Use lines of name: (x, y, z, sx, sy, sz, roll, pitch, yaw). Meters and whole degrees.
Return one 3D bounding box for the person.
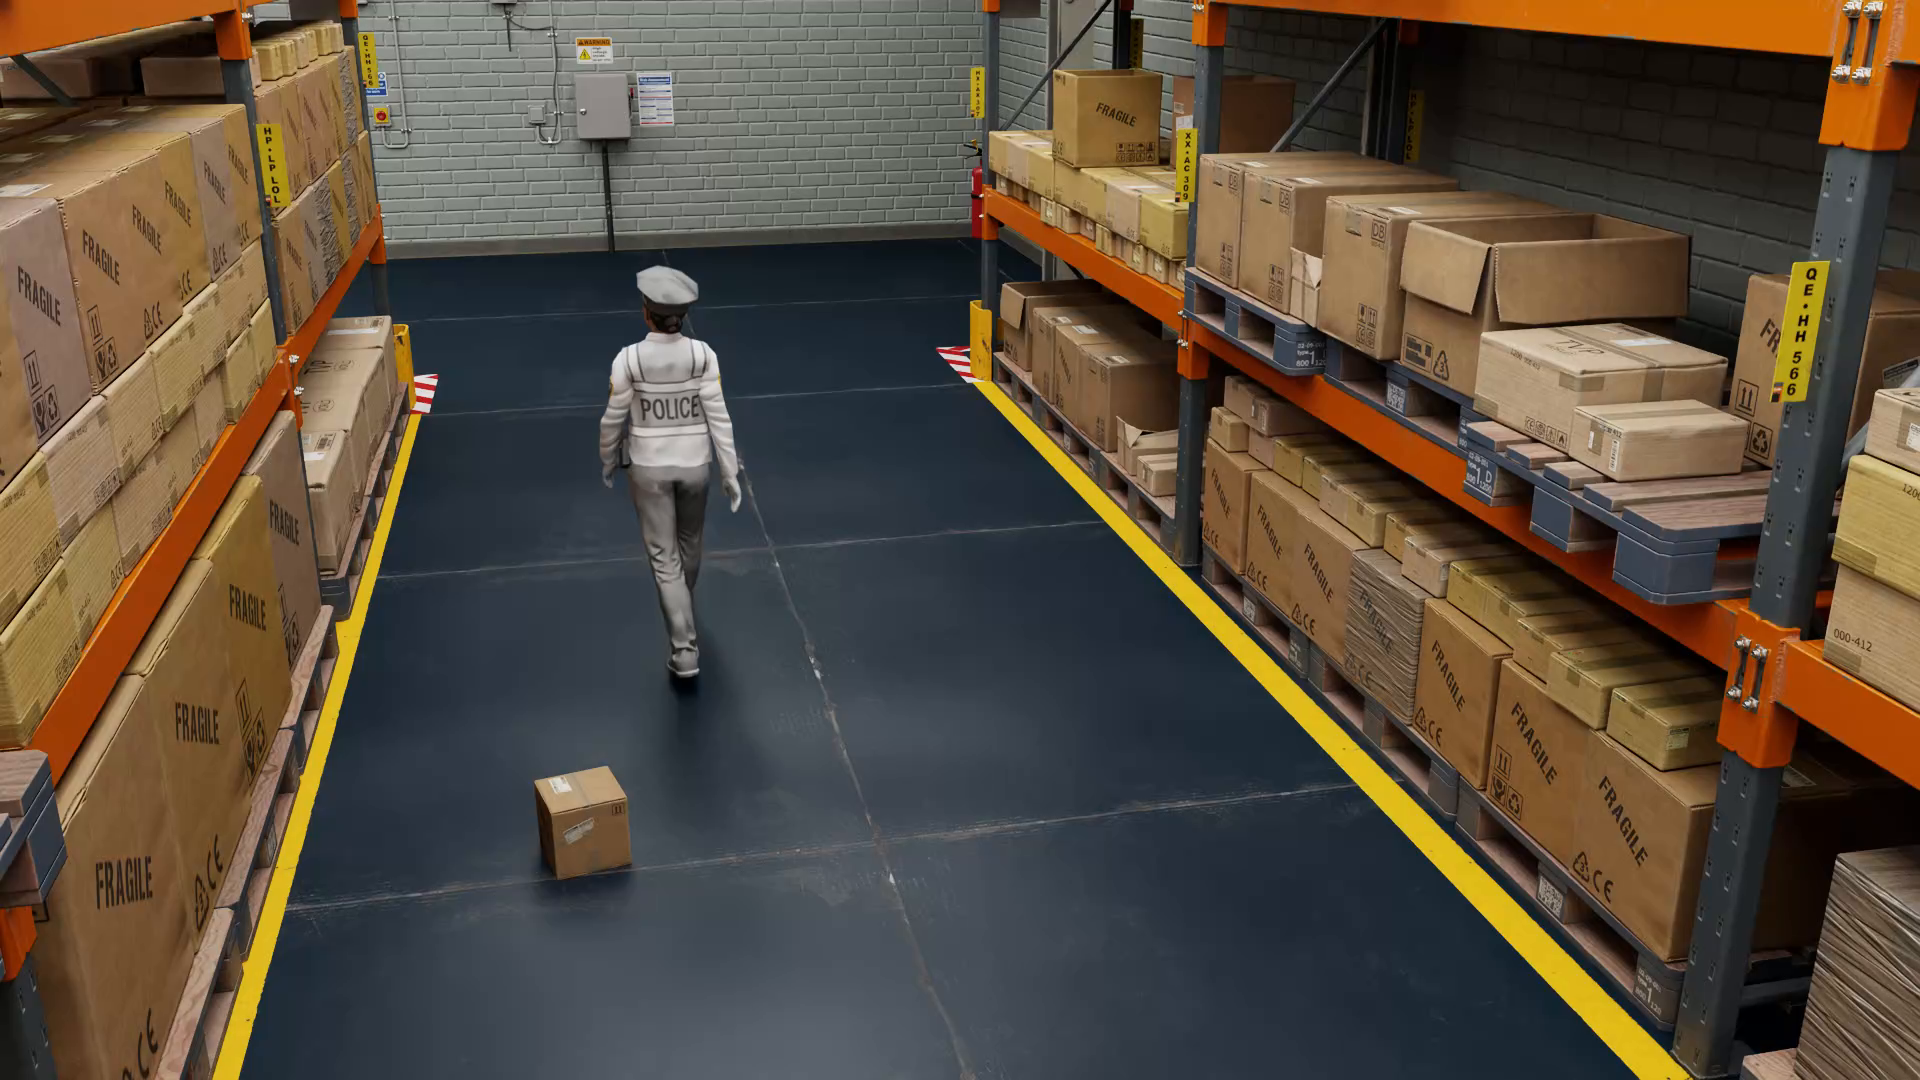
person: (-1.240, -0.339, 6.935, 0.515, 1.625, 1.004, -9, 22, -24)
